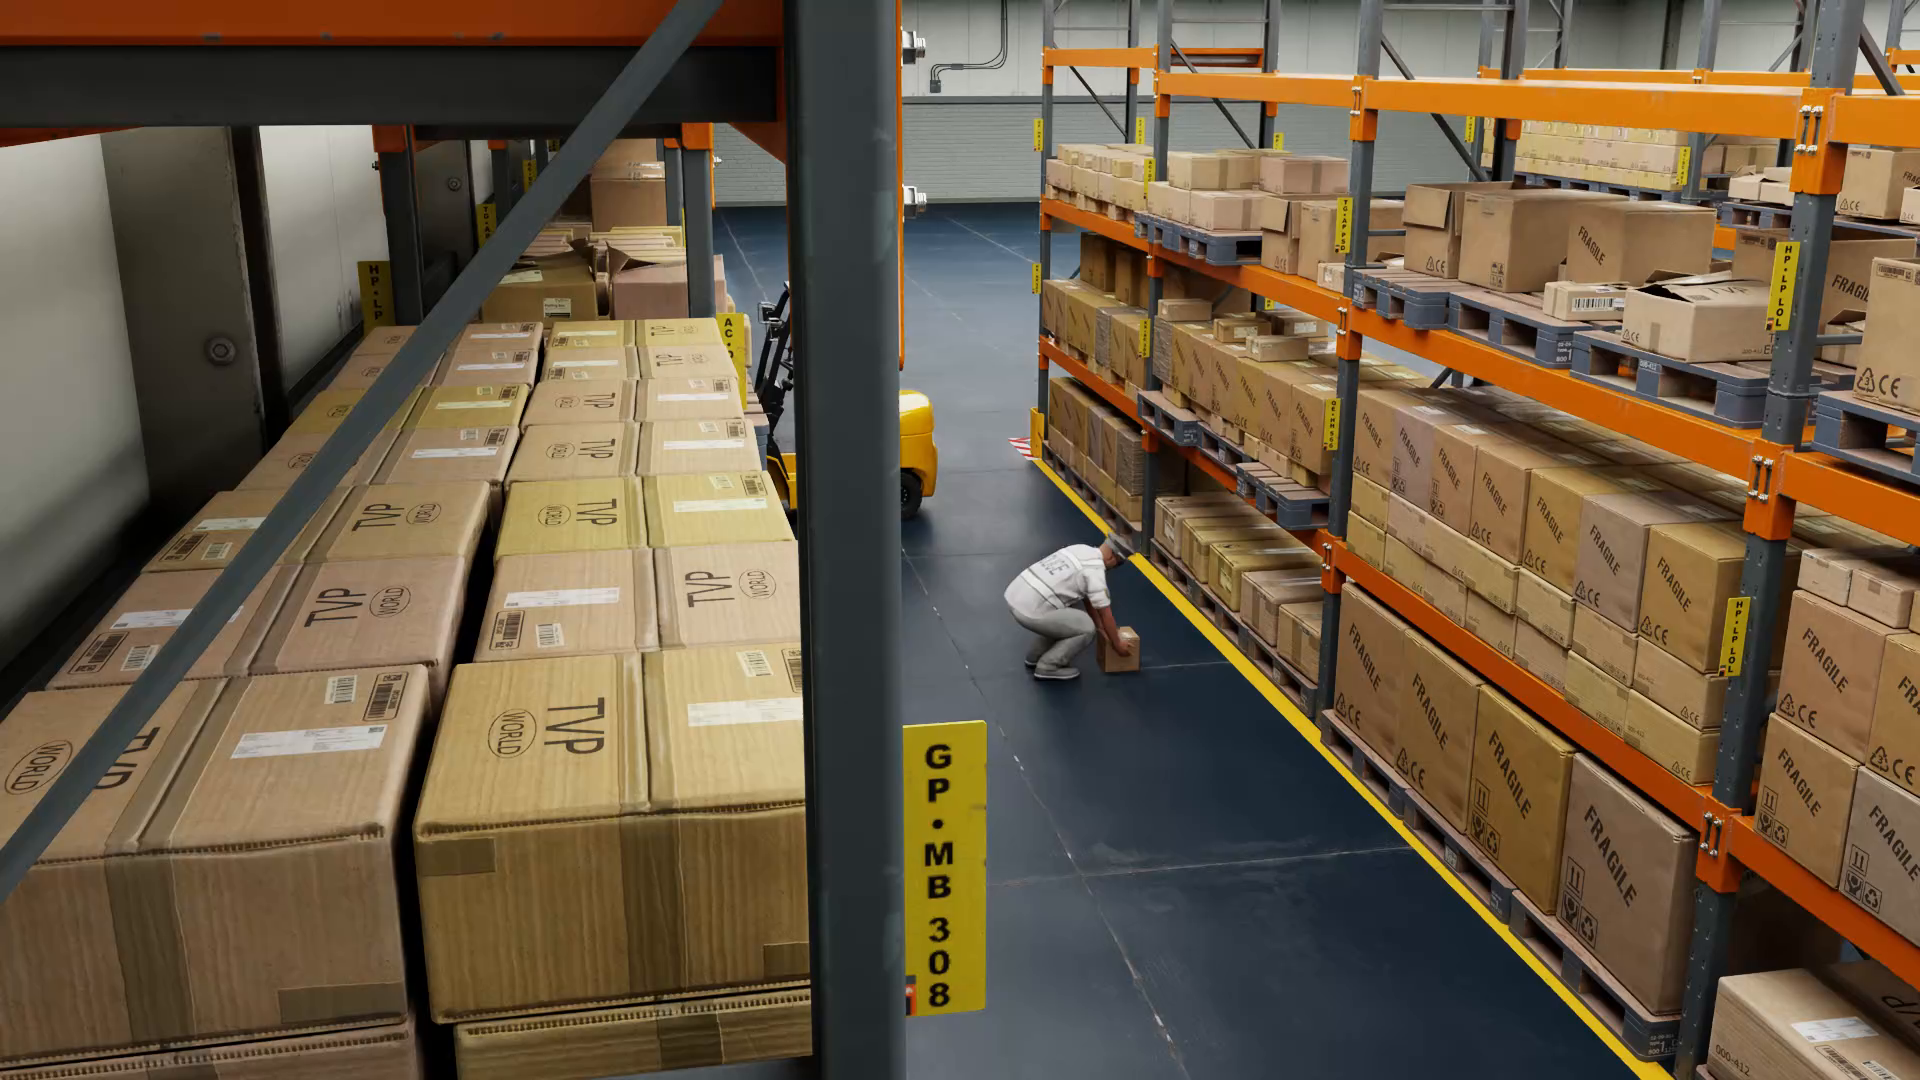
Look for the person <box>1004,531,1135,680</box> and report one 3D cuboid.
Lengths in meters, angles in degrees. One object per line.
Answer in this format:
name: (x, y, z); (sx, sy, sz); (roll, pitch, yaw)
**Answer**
person: (0.787, 0.452, 11.843); (0.949, 0.990, 0.569); (-3, 17, -11)
